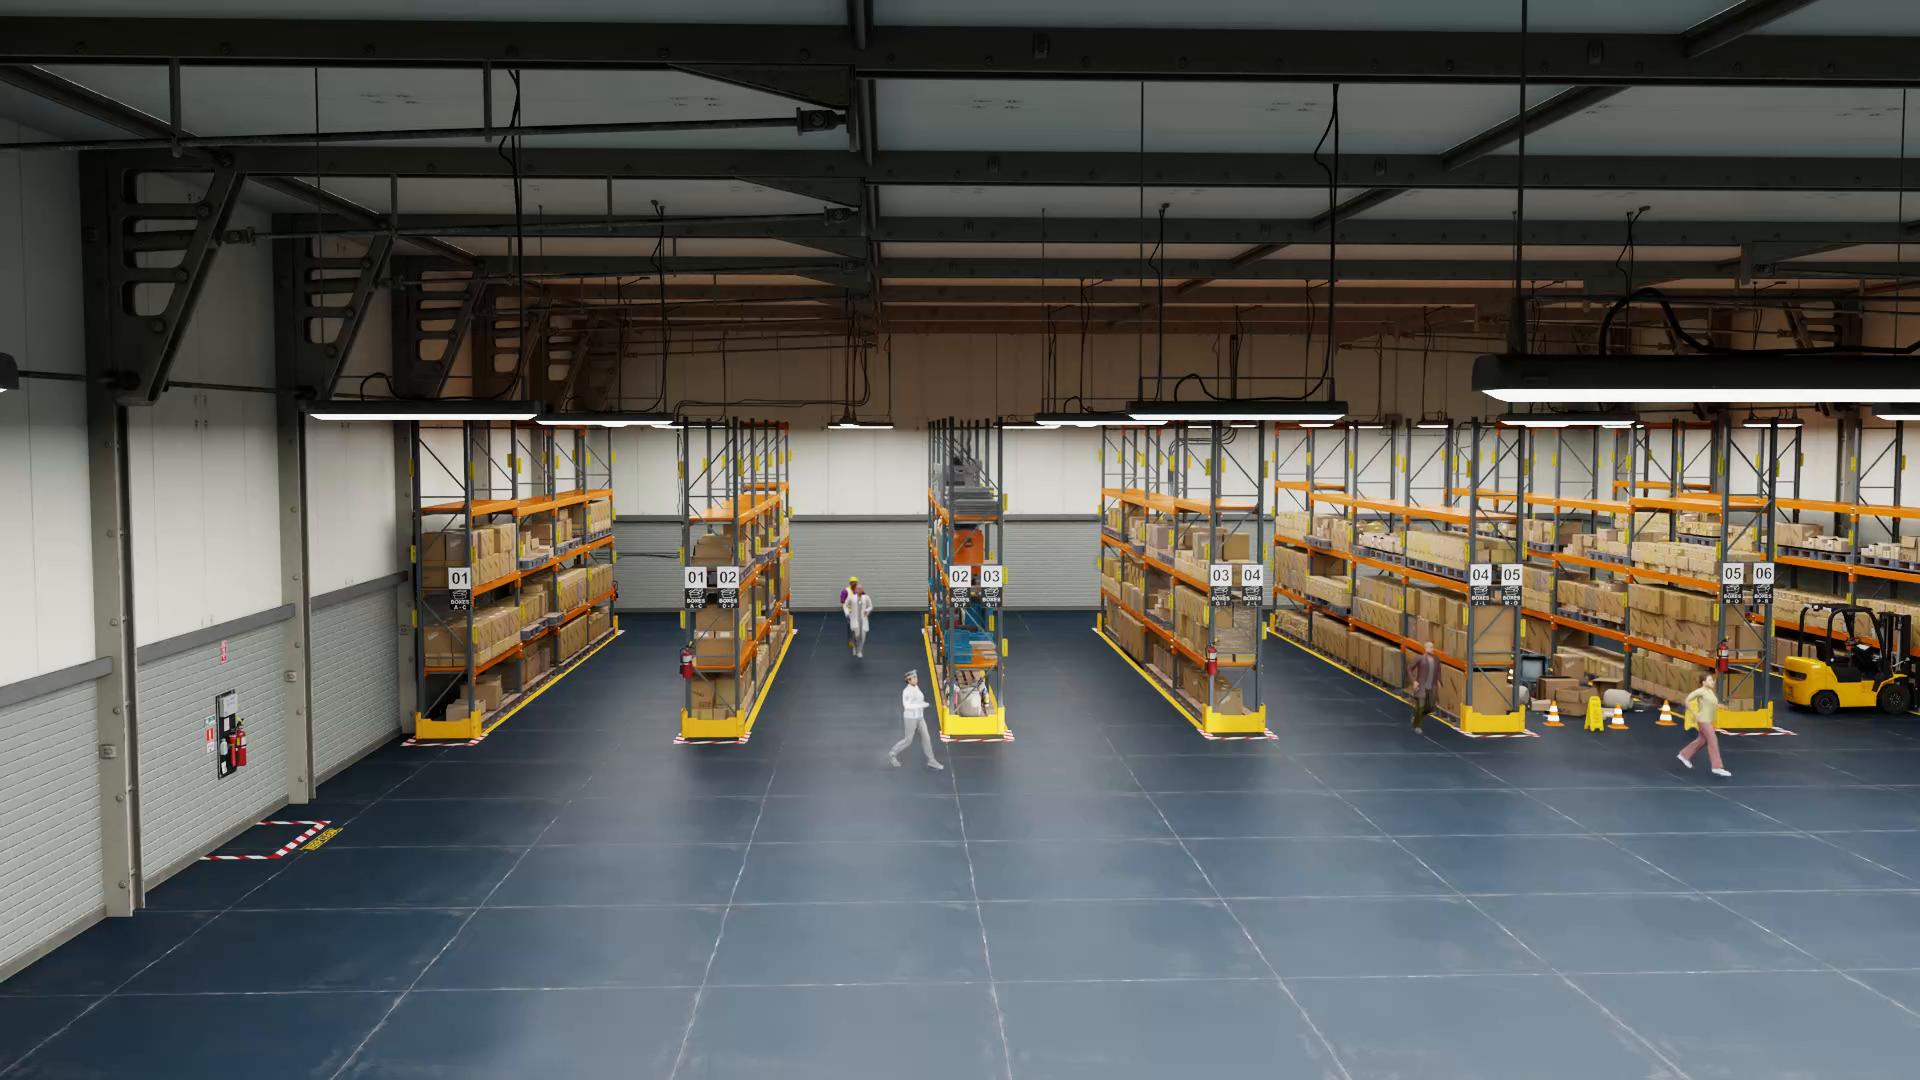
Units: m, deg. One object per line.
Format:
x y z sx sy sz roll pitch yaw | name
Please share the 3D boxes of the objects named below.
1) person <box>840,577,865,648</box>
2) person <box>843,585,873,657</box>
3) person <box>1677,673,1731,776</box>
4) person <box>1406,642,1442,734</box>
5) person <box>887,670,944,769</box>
-2.650 1.824 41.490 0.682 1.824 0.764 -1 4 -14 | person
-2.424 1.955 40.001 0.702 1.755 0.599 -1 4 -14 | person
12.439 3.044 27.753 0.578 1.661 0.948 -3 5 -42 | person
8.867 2.805 31.747 0.762 1.725 0.614 -1 4 -14 | person
-0.750 3.020 28.138 0.997 1.668 0.624 2 4 28 | person
